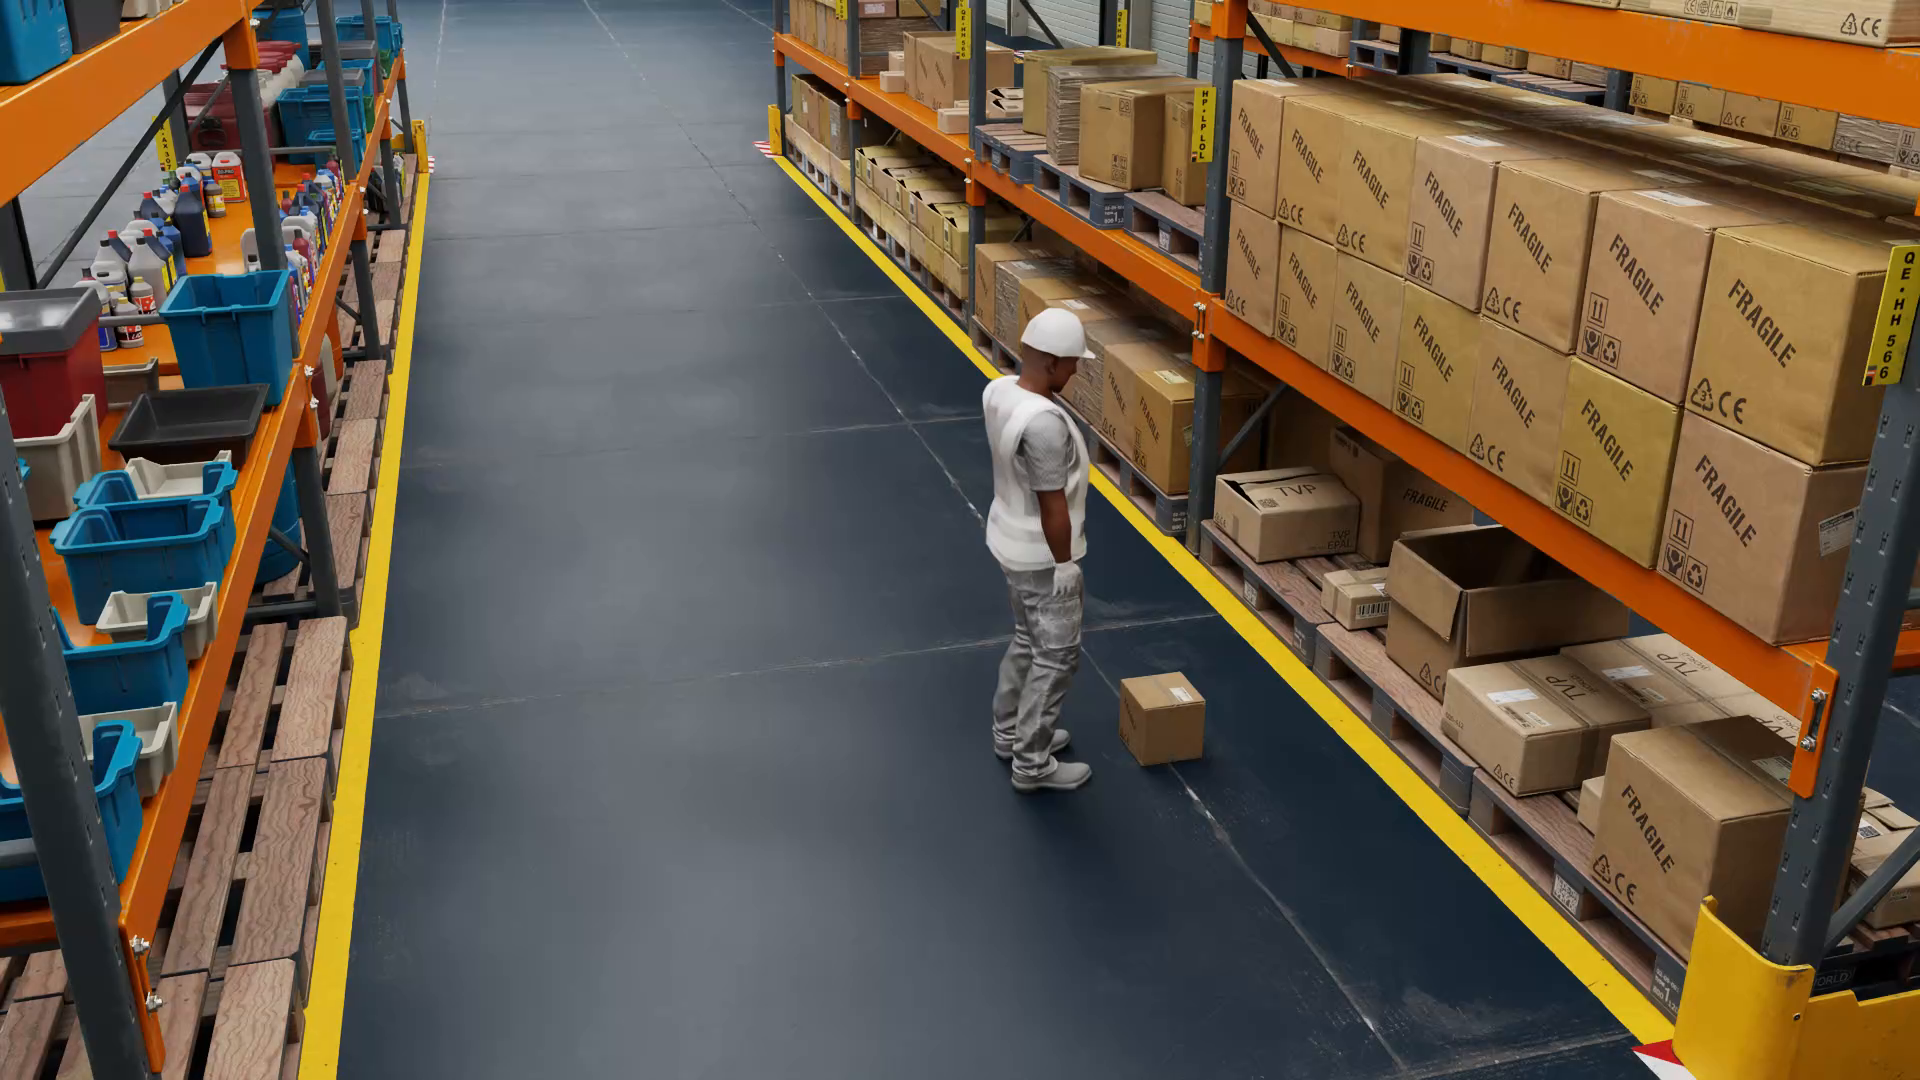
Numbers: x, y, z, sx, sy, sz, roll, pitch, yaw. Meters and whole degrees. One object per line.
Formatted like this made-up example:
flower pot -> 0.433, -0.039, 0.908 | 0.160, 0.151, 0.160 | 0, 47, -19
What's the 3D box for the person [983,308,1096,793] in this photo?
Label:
person -> 0.288, 0.033, 6.009 | 0.373, 1.770, 0.553 | -6, 23, -13
